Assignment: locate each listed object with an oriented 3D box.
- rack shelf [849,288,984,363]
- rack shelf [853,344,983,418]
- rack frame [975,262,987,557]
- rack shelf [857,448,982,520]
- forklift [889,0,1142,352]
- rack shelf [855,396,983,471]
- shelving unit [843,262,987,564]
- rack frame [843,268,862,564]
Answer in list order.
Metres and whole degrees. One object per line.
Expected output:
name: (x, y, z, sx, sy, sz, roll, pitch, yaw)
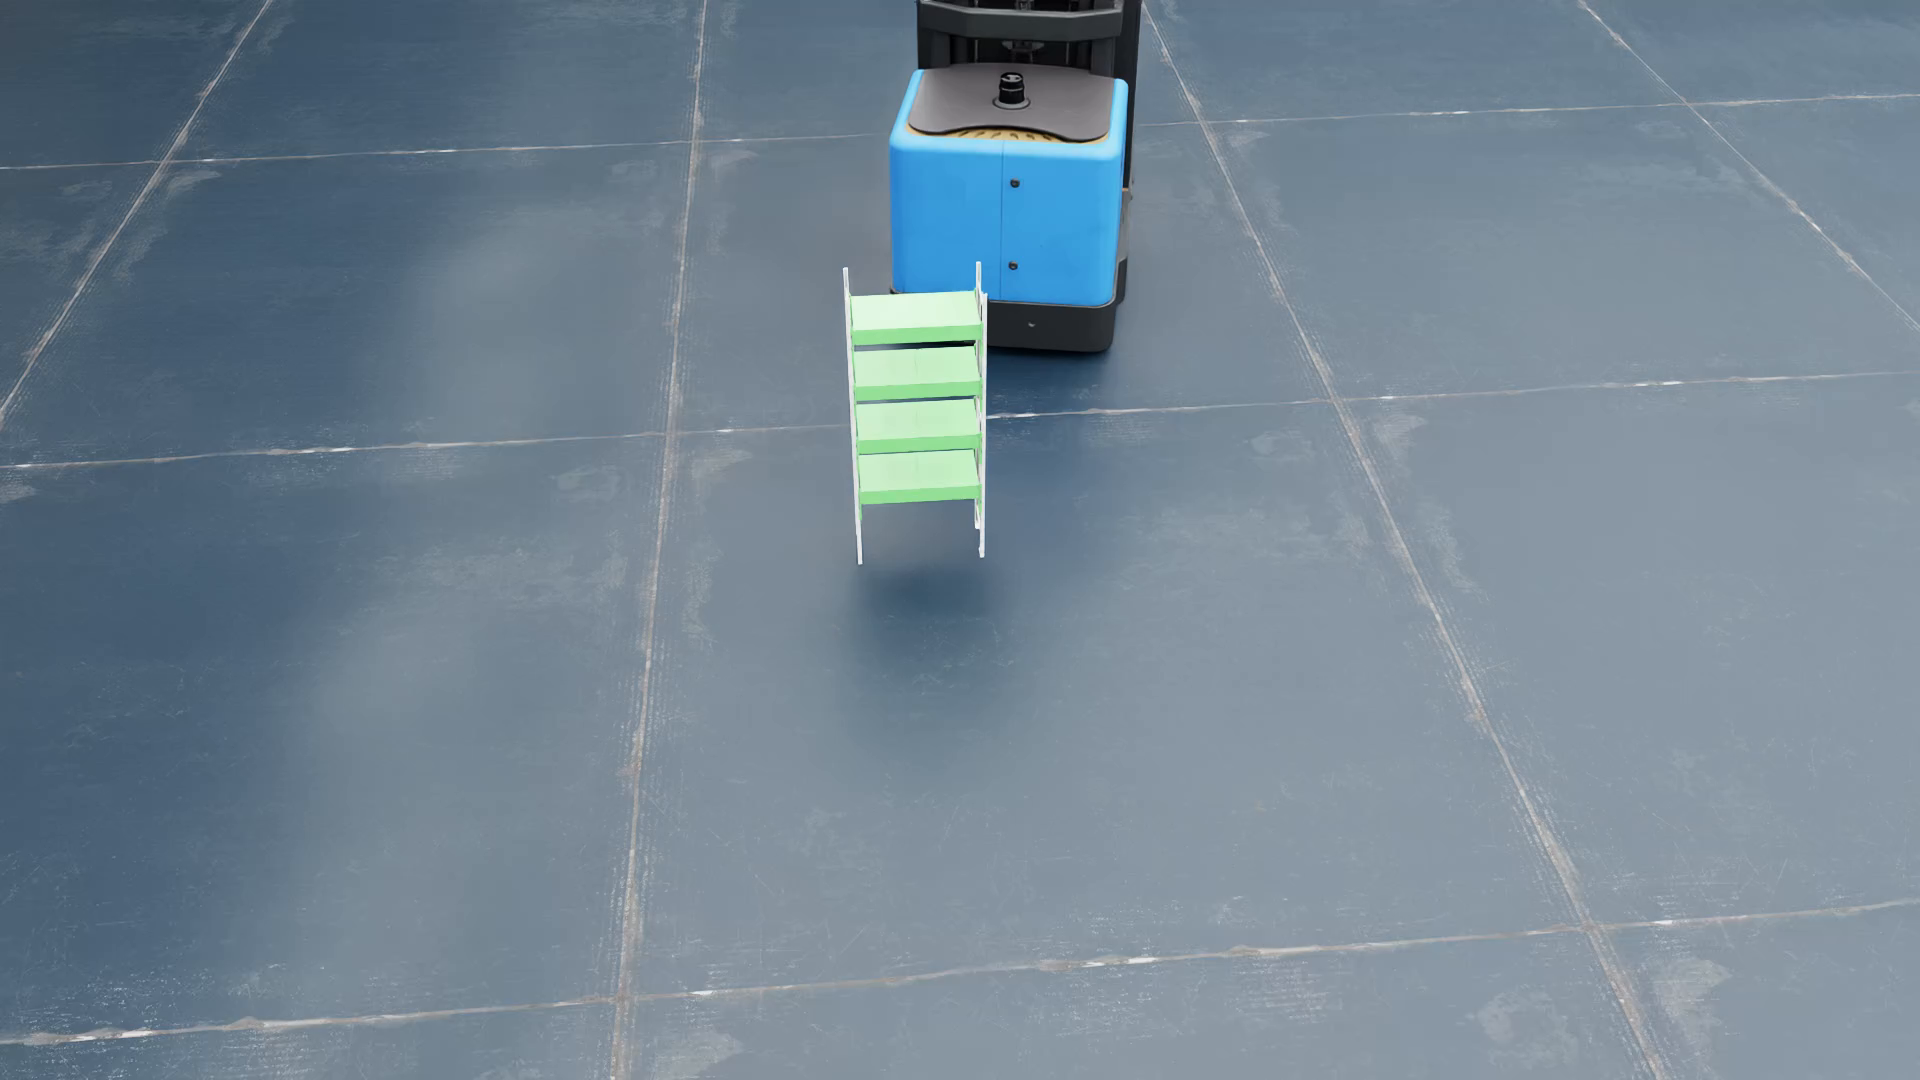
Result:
rack shelf: (-0.165, -0.789, 6.109, 0.480, 0.148, 0.258, -3, 38, -4)
rack shelf: (-0.165, -0.600, 6.258, 0.480, 0.148, 0.258, -3, 38, -4)
rack frame: (0.078, -0.475, 6.384, 0.015, 1.200, 0.240, -3, 38, -4)
rack shelf: (-0.165, -0.223, 6.555, 0.480, 0.148, 0.258, -3, 38, -4)
forklift: (0.364, -2.931, 8.099, 1.130, 2.935, 3.031, 4, 38, 5)
rack shelf: (-0.165, -0.412, 6.406, 0.480, 0.148, 0.258, -3, 38, -4)
shelving unit: (-0.165, -0.462, 6.367, 0.503, 1.200, 0.258, -3, 38, -4)
rack frame: (-0.408, -0.449, 6.350, 0.015, 1.200, 0.240, -3, 38, -4)
